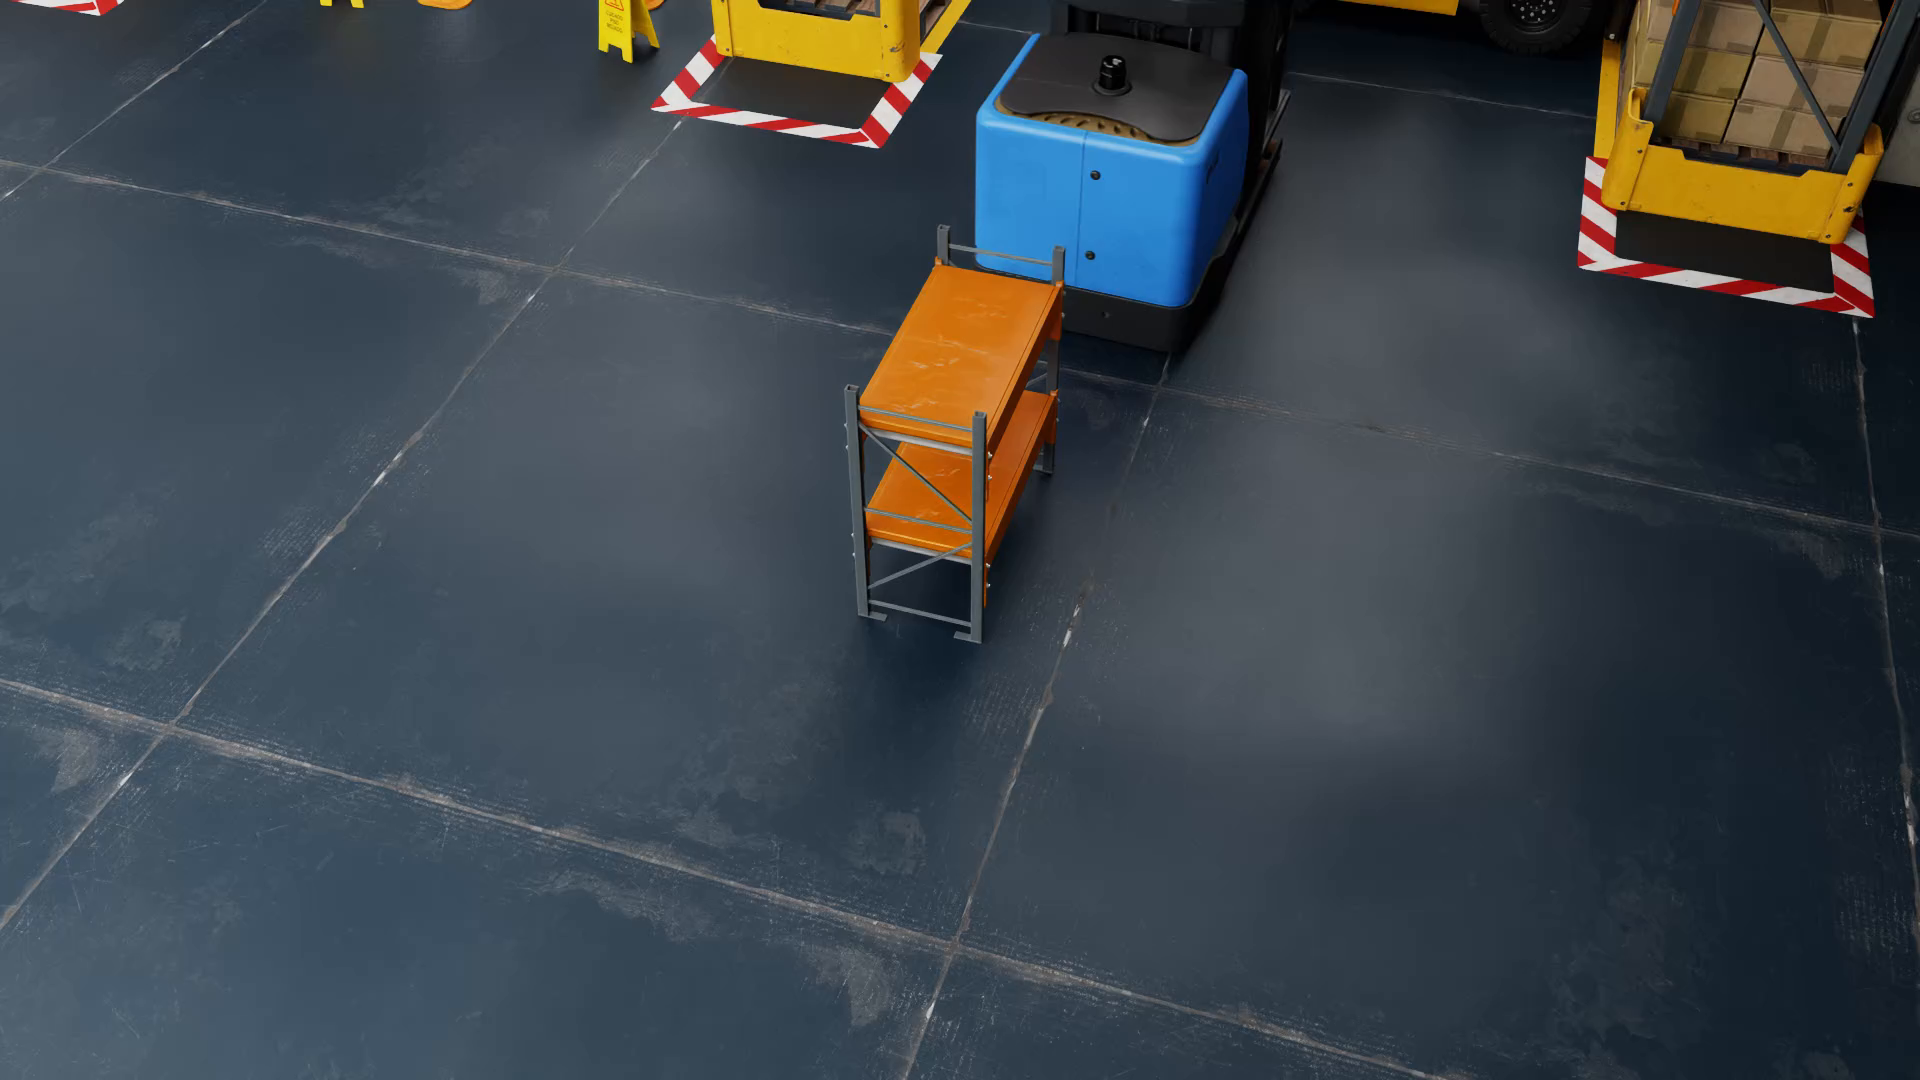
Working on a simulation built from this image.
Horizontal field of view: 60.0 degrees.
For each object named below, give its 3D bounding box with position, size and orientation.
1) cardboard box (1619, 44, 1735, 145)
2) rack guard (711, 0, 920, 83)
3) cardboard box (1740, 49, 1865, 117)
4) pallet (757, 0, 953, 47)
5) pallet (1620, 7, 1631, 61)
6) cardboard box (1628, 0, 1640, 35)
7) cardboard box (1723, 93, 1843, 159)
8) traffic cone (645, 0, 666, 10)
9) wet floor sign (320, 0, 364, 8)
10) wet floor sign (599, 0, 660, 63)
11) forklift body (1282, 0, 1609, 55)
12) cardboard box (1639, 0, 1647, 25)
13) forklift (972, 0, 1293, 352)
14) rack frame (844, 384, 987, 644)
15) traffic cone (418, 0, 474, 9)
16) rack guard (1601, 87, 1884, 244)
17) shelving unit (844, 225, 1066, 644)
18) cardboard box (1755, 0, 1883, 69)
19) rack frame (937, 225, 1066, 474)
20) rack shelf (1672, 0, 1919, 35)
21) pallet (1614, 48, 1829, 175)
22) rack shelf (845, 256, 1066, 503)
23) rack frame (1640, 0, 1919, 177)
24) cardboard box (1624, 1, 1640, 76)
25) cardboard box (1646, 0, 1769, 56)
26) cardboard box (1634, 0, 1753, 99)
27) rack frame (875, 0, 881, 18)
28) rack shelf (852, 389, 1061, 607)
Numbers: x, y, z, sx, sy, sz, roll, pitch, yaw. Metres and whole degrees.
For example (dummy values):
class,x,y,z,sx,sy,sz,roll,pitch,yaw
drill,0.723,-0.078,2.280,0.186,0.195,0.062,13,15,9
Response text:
class,x,y,z,sx,sy,sz,roll,pitch,yaw
cardboard box,3.729,-2.328,8.650,0.500,0.250,0.500,13,46,13
rack guard,-0.821,-2.987,9.445,1.175,0.500,0.348,13,46,13
cardboard box,4.228,-2.396,8.362,0.500,0.250,0.500,13,46,13
pallet,-0.541,-3.417,10.091,1.003,0.211,1.213,13,46,13
pallet,4.451,-3.113,9.780,1.003,0.211,1.213,13,46,13
cardboard box,4.048,-2.989,9.326,0.500,0.250,0.500,13,46,13
cardboard box,4.223,-2.234,8.554,0.500,0.250,0.500,13,46,13
traffic cone,-1.943,-3.483,9.978,0.336,0.463,0.334,13,46,13
wet floor sign,-3.714,-3.530,9.896,0.267,0.644,0.232,5,45,5
wet floor sign,-1.921,-3.088,9.444,0.267,0.644,0.232,28,51,26
forklift body,2.723,-4.128,9.430,2.313,2.155,1.214,13,46,13
cardboard box,3.899,-2.849,8.825,0.500,0.250,0.500,12,46,12
forklift,1.045,-2.944,7.663,1.130,2.935,3.031,15,46,14
rack frame,-0.152,-0.068,6.015,0.500,1.125,0.032,13,46,13
traffic cone,-3.104,-3.491,9.987,0.336,0.463,0.334,13,46,13
rack guard,3.880,-1.871,8.305,1.175,0.500,0.348,13,46,13
shelving unit,0.002,-0.407,6.361,0.538,1.125,1.048,13,46,13
cardboard box,4.213,-2.586,8.198,0.500,0.250,0.500,12,46,12
rack frame,0.156,-0.745,6.707,0.500,1.125,0.032,13,46,13
rack shelf,4.493,-3.857,9.061,1.077,0.370,4.000,13,46,13
pallet,4.079,-2.303,8.952,1.003,0.211,1.213,13,46,13
rack shelf,0.002,-0.616,6.156,0.538,0.278,1.000,13,46,13
rack frame,3.888,-2.781,7.447,1.000,3.000,0.127,13,46,13
cardboard box,3.888,-2.658,8.987,0.500,0.250,0.500,13,46,12
cardboard box,3.730,-2.678,8.293,0.500,0.250,0.500,14,46,14
cardboard box,3.737,-2.517,8.486,0.500,0.250,0.500,12,46,12
rack frame,-0.844,-3.829,8.519,1.000,3.000,0.127,13,46,13
rack shelf,0.002,-0.232,6.532,0.538,0.278,1.000,13,46,13
